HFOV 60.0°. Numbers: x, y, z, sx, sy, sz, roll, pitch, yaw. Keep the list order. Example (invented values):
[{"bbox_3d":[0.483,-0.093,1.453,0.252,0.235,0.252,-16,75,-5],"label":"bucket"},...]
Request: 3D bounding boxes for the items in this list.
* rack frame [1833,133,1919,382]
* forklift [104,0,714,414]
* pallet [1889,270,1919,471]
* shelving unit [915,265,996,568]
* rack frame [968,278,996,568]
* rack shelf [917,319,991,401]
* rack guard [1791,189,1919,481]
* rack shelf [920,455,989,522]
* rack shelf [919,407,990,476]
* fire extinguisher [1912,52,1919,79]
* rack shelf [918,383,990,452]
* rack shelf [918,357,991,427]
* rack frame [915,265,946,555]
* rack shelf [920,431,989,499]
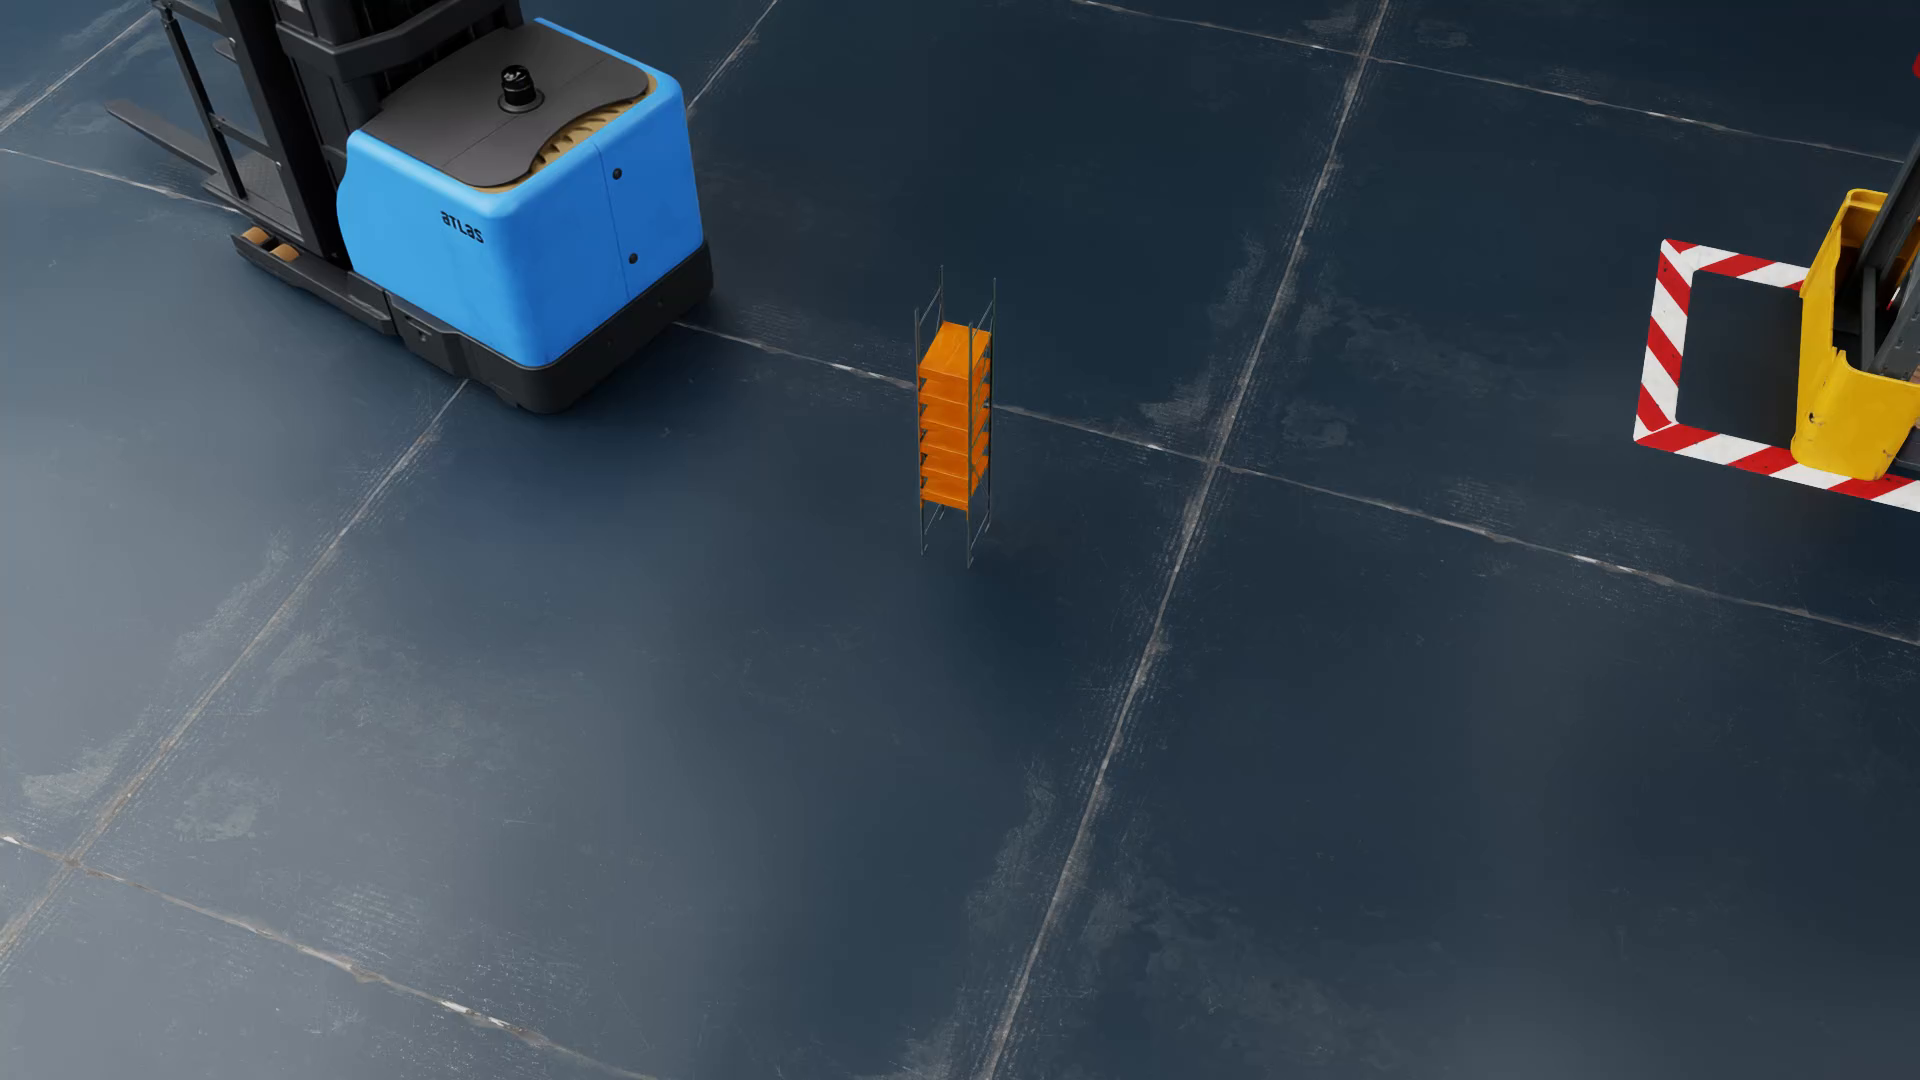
[{"bbox_3d":[3.638,-1.649,5.694,0.127,3.000,1.000,16,51,13],"label":"rack frame"},{"bbox_3d":[-2.545,-2.370,6.365,3.031,2.935,1.130,28,55,22],"label":"forklift"},{"bbox_3d":[4.370,-0.565,6.600,1.213,0.211,1.003,16,51,13],"label":"pallet"},{"bbox_3d":[-0.014,-0.397,5.800,0.189,1.200,0.258,16,51,13],"label":"shelving unit"},{"bbox_3d":[0.072,-0.373,5.779,0.006,1.200,0.240,16,51,13],"label":"rack frame"},{"bbox_3d":[-0.014,-0.603,5.561,0.180,0.103,0.258,16,51,13],"label":"rack shelf"},{"bbox_3d":[3.616,-0.836,6.644,0.348,0.500,1.175,16,51,13],"label":"rack guard"},{"bbox_3d":[-0.014,-0.210,6.015,0.180,0.103,0.258,16,51,13],"label":"rack shelf"},{"bbox_3d":[-0.014,-0.368,5.833,0.180,0.103,0.258,16,51,13],"label":"rack shelf"},{"bbox_3d":[3.688,-1.983,6.035,0.183,0.674,0.296,16,51,13],"label":"fire extinguisher"},{"bbox_3d":[-0.014,-0.446,5.743,0.180,0.103,0.258,16,51,13],"label":"rack shelf"},{"bbox_3d":[-0.014,-0.525,5.652,0.180,0.103,0.258,16,51,13],"label":"rack shelf"},{"bbox_3d":[-0.099,-0.421,5.821,0.006,1.200,0.240,16,51,13],"label":"rack frame"},{"bbox_3d":[-0.014,-0.289,5.924,0.180,0.103,0.258,16,51,13],"label":"rack shelf"}]
